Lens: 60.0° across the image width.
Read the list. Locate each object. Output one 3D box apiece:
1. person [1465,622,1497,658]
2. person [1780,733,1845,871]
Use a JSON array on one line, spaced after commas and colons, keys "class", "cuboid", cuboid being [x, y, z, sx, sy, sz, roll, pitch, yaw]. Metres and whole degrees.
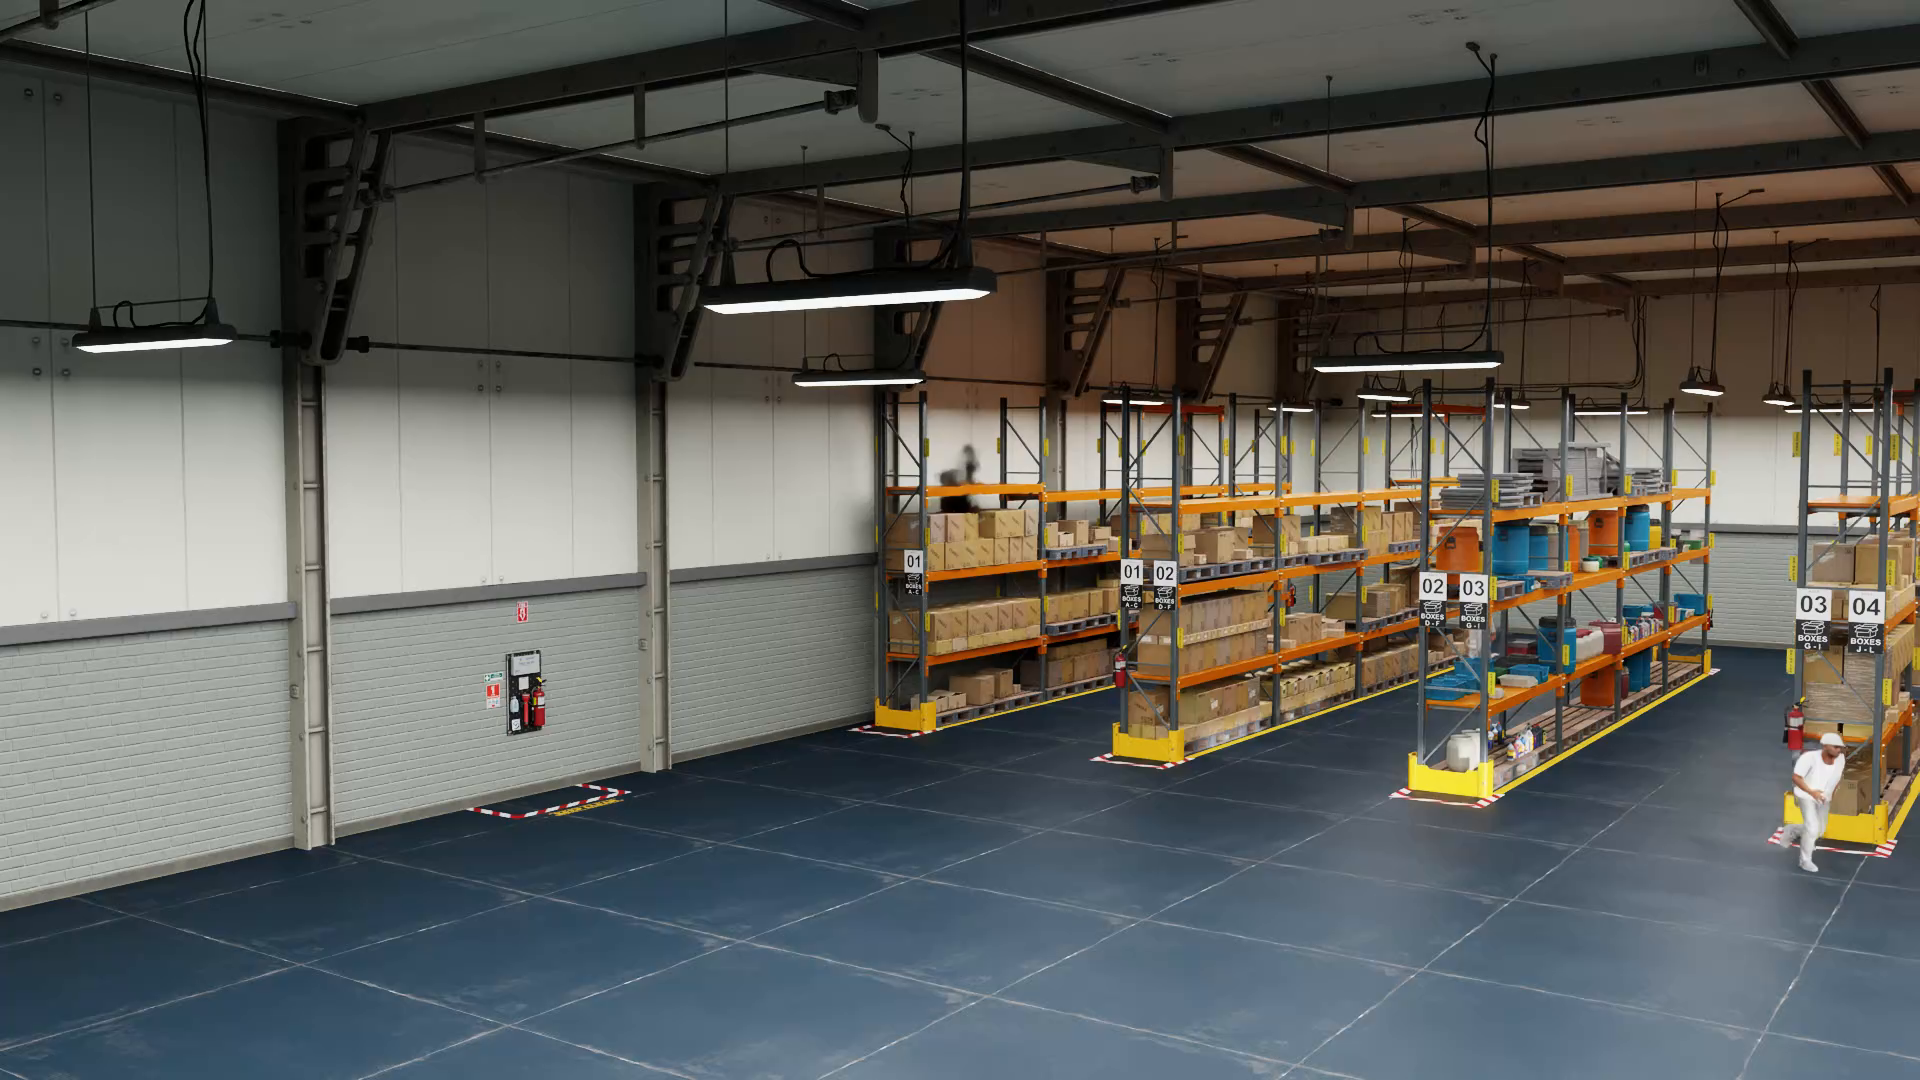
[{"class": "person", "cuboid": [10.670, 2.244, 34.278, 0.553, 1.768, 1.064, 2, 4, 30]}, {"class": "person", "cuboid": [10.194, 3.086, 19.834, 0.708, 1.669, 0.856, -1, 3, -12]}]
